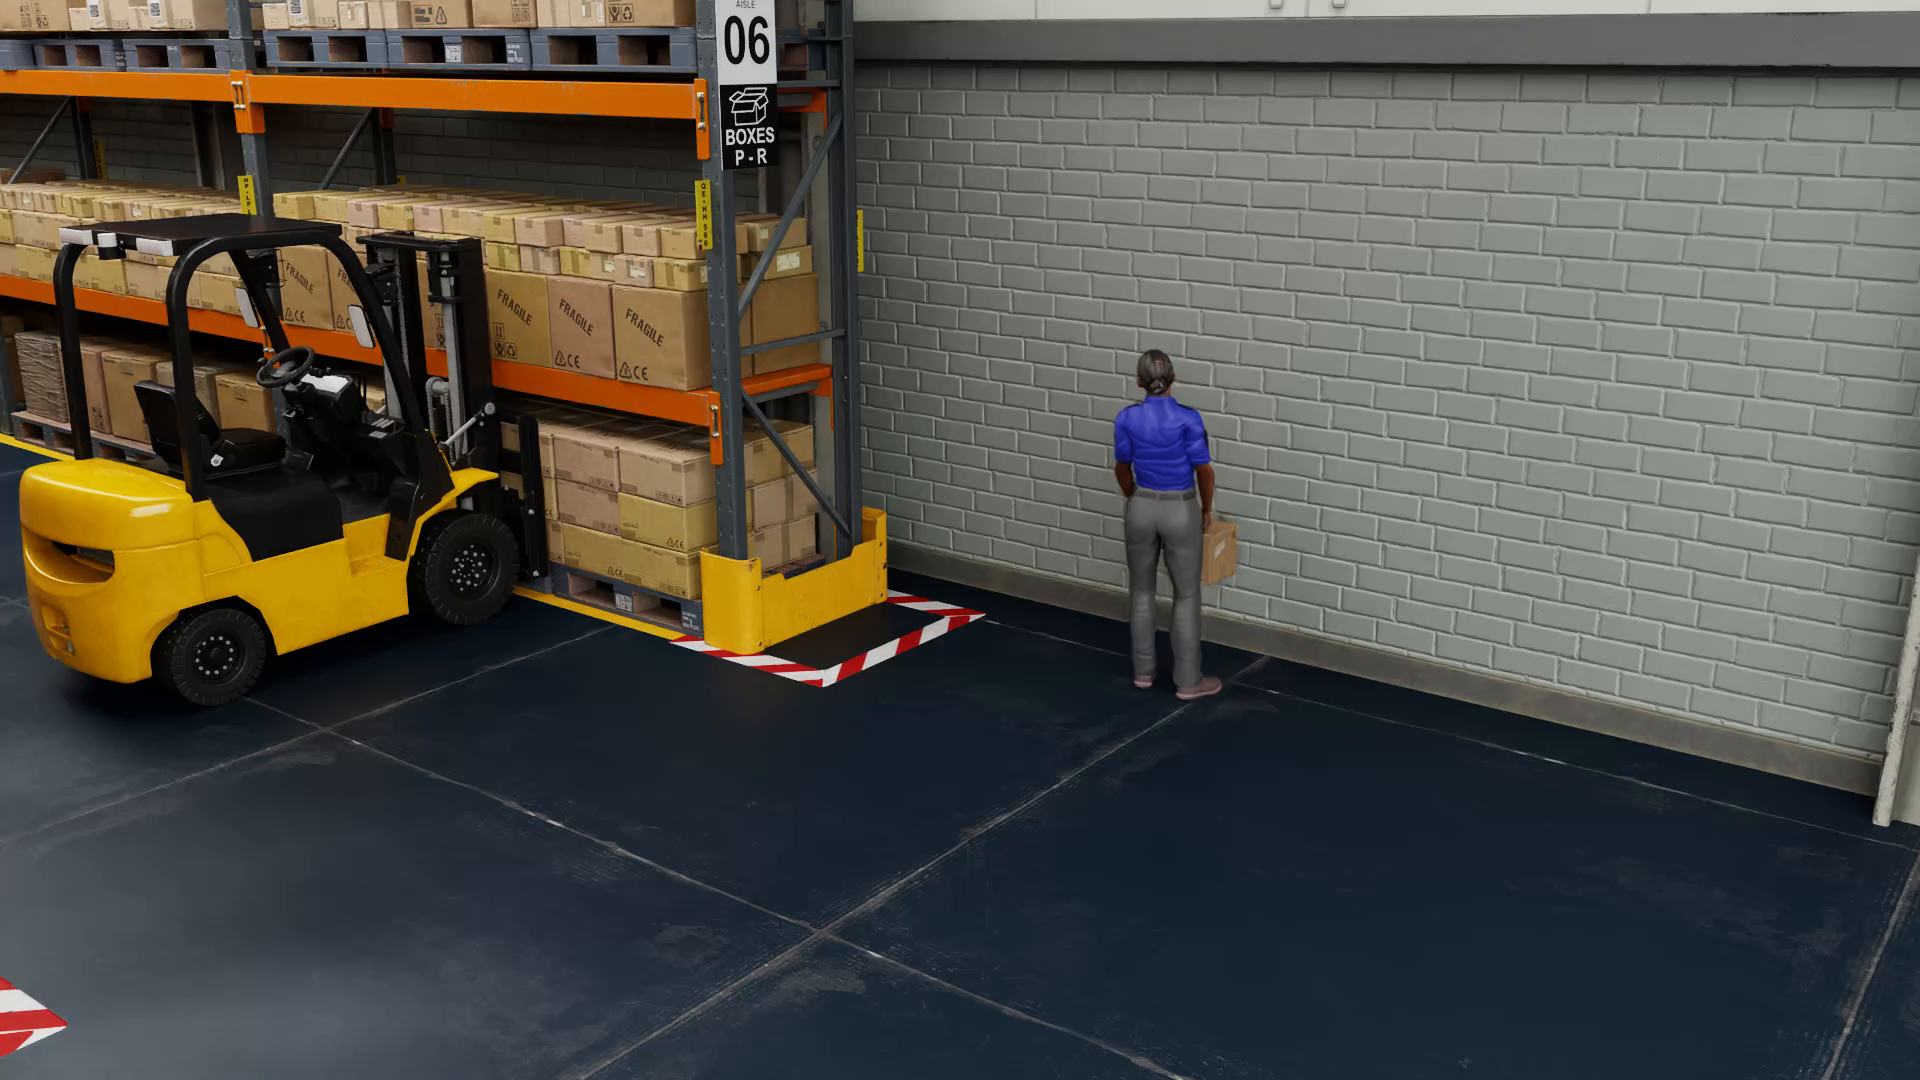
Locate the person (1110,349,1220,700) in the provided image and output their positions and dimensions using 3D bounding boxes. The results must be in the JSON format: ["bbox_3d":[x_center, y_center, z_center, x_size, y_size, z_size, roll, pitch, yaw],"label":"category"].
[{"bbox_3d":[0.980,-0.082,7.832,0.556,1.652,0.422,5,18,18],"label":"person"}]
